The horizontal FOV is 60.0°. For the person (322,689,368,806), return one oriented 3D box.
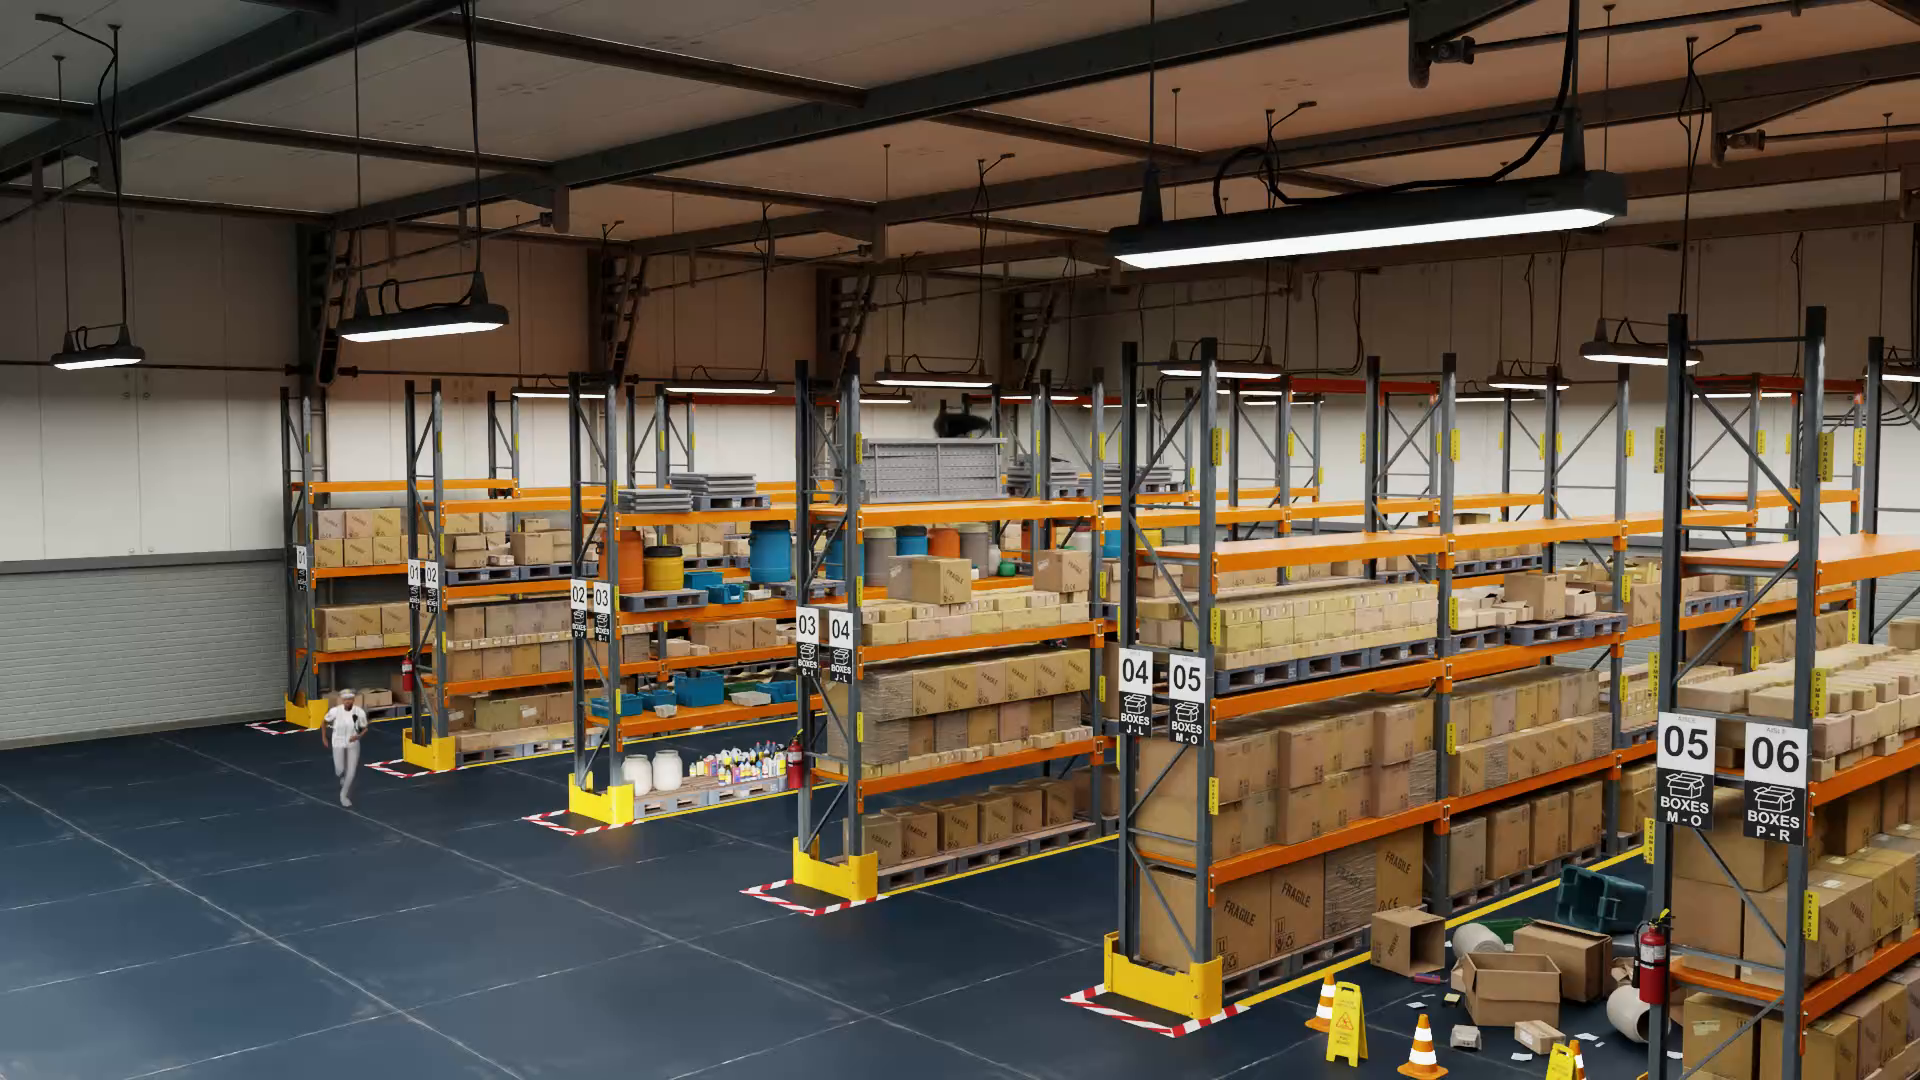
[{"bbox_3d":[-8.559,2.881,23.147,0.616,1.645,0.637,-1,4,-18],"label":"person"}]
